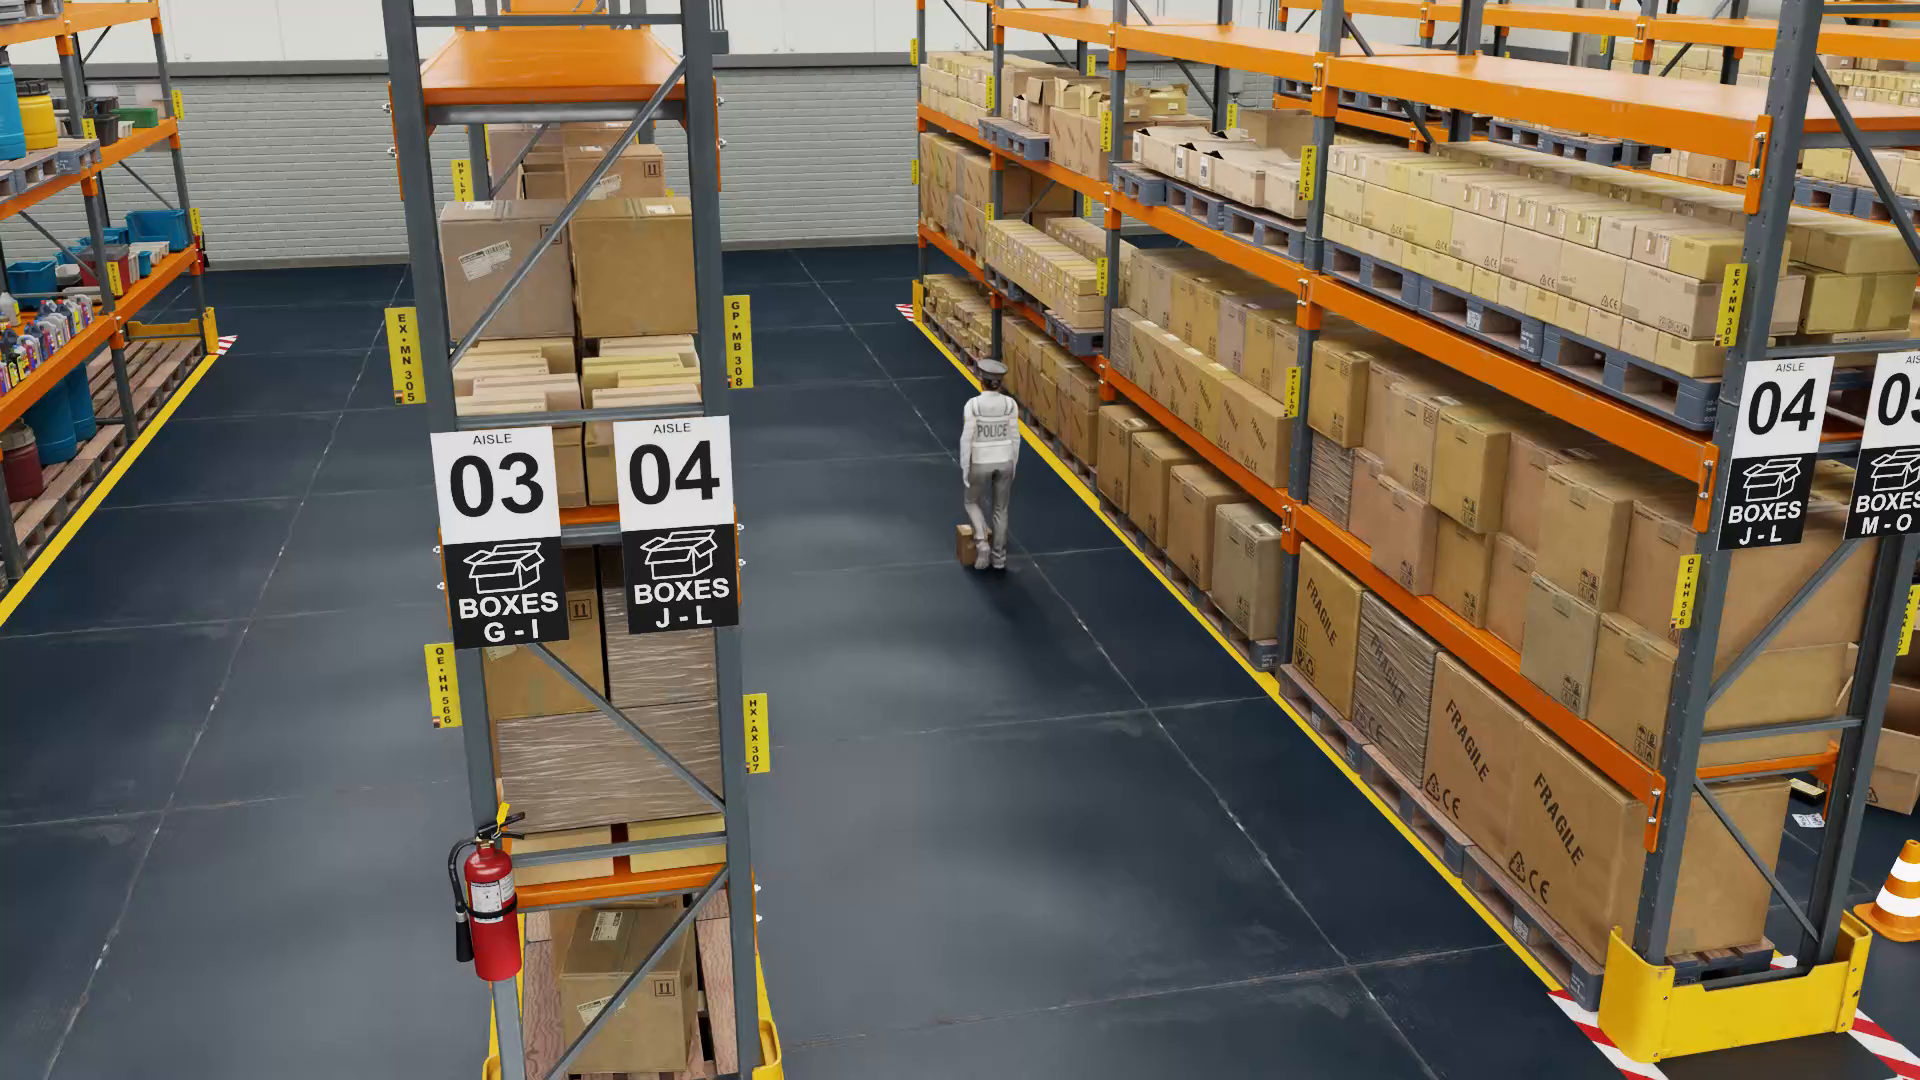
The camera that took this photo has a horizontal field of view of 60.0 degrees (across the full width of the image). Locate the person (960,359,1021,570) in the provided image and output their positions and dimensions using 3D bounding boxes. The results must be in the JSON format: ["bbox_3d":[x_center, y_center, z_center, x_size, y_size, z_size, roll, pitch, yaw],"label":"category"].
[{"bbox_3d":[0.238,-0.572,13.095,0.497,1.659,0.428,-3,20,-9],"label":"person"}]
